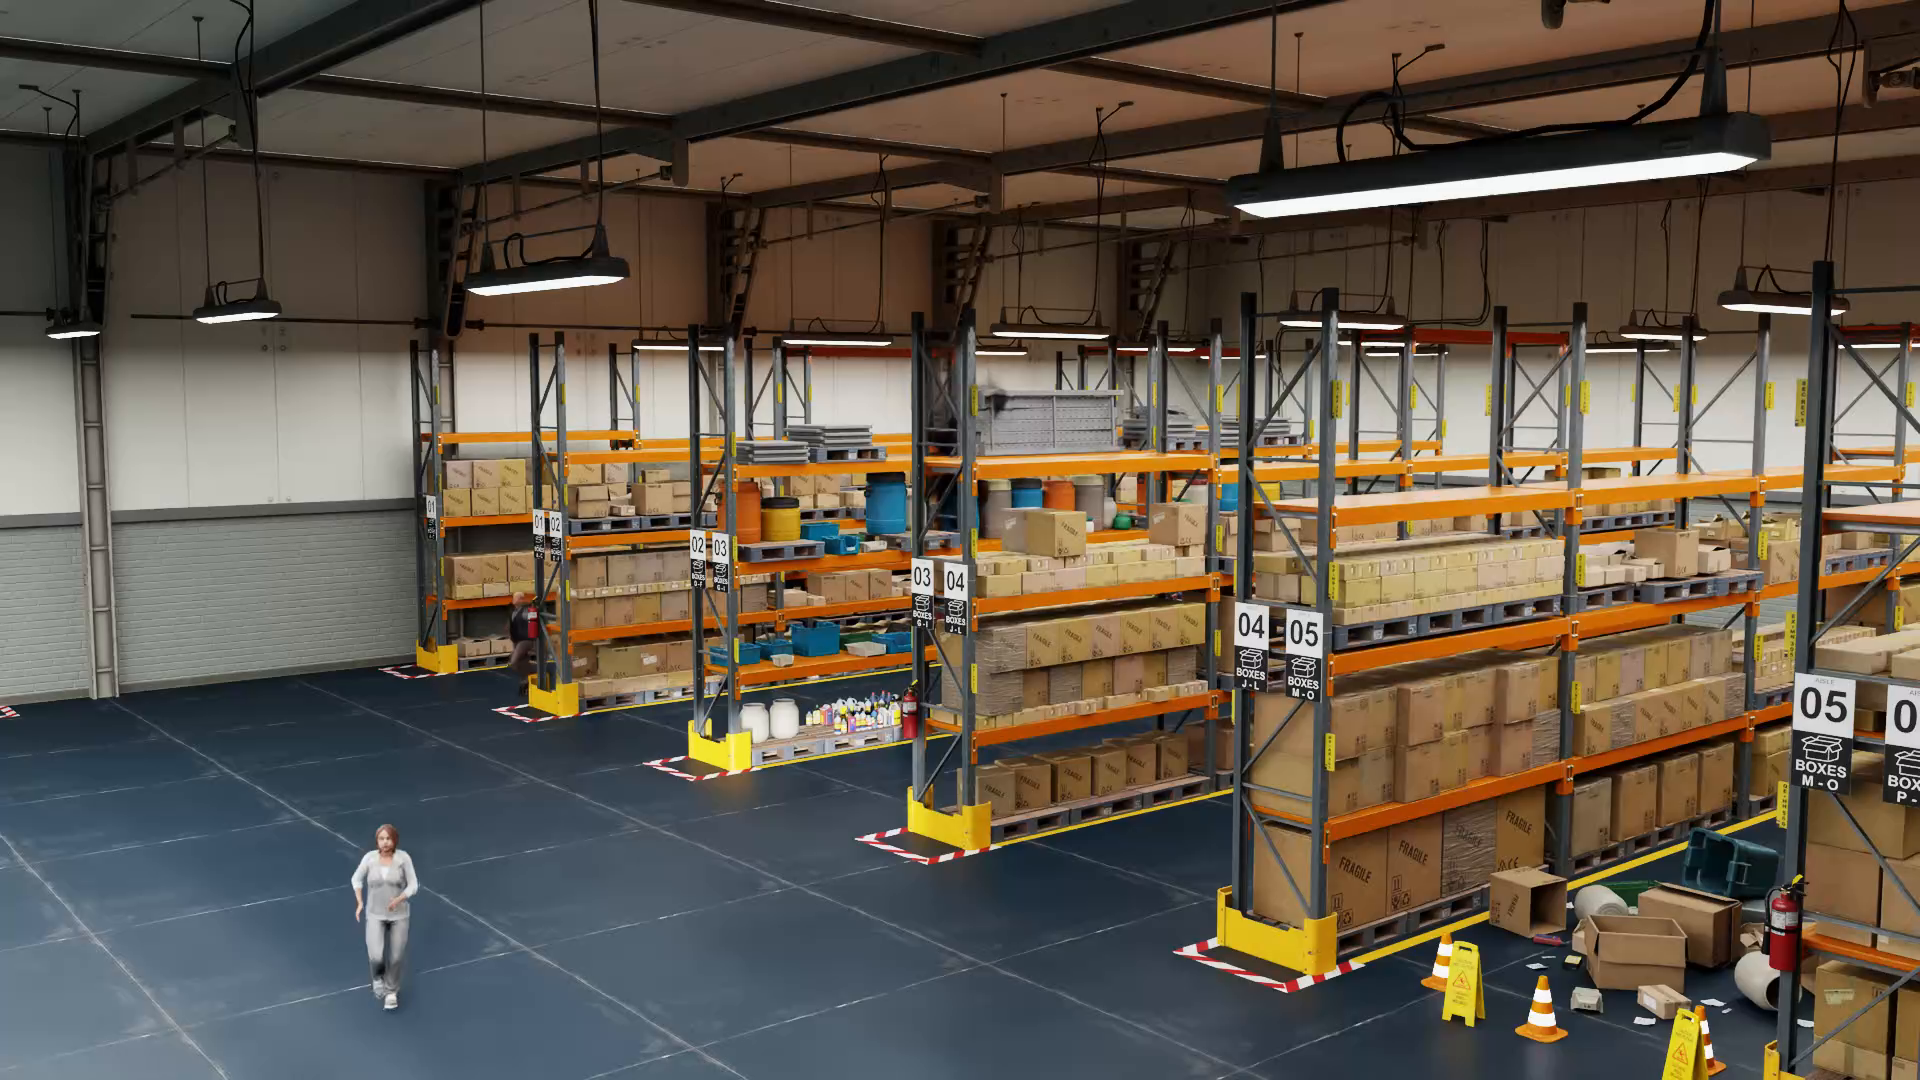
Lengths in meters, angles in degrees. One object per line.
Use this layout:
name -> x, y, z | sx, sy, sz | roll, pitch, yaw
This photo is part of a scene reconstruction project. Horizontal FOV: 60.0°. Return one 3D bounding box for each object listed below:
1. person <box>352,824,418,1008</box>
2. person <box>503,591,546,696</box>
person -> -4.728, 3.120, 13.689 | 0.522, 1.559, 0.549 | -2, 6, -18
person -> -7.320, 1.724, 27.885 | 0.710, 1.741, 0.728 | 4, 7, 39
